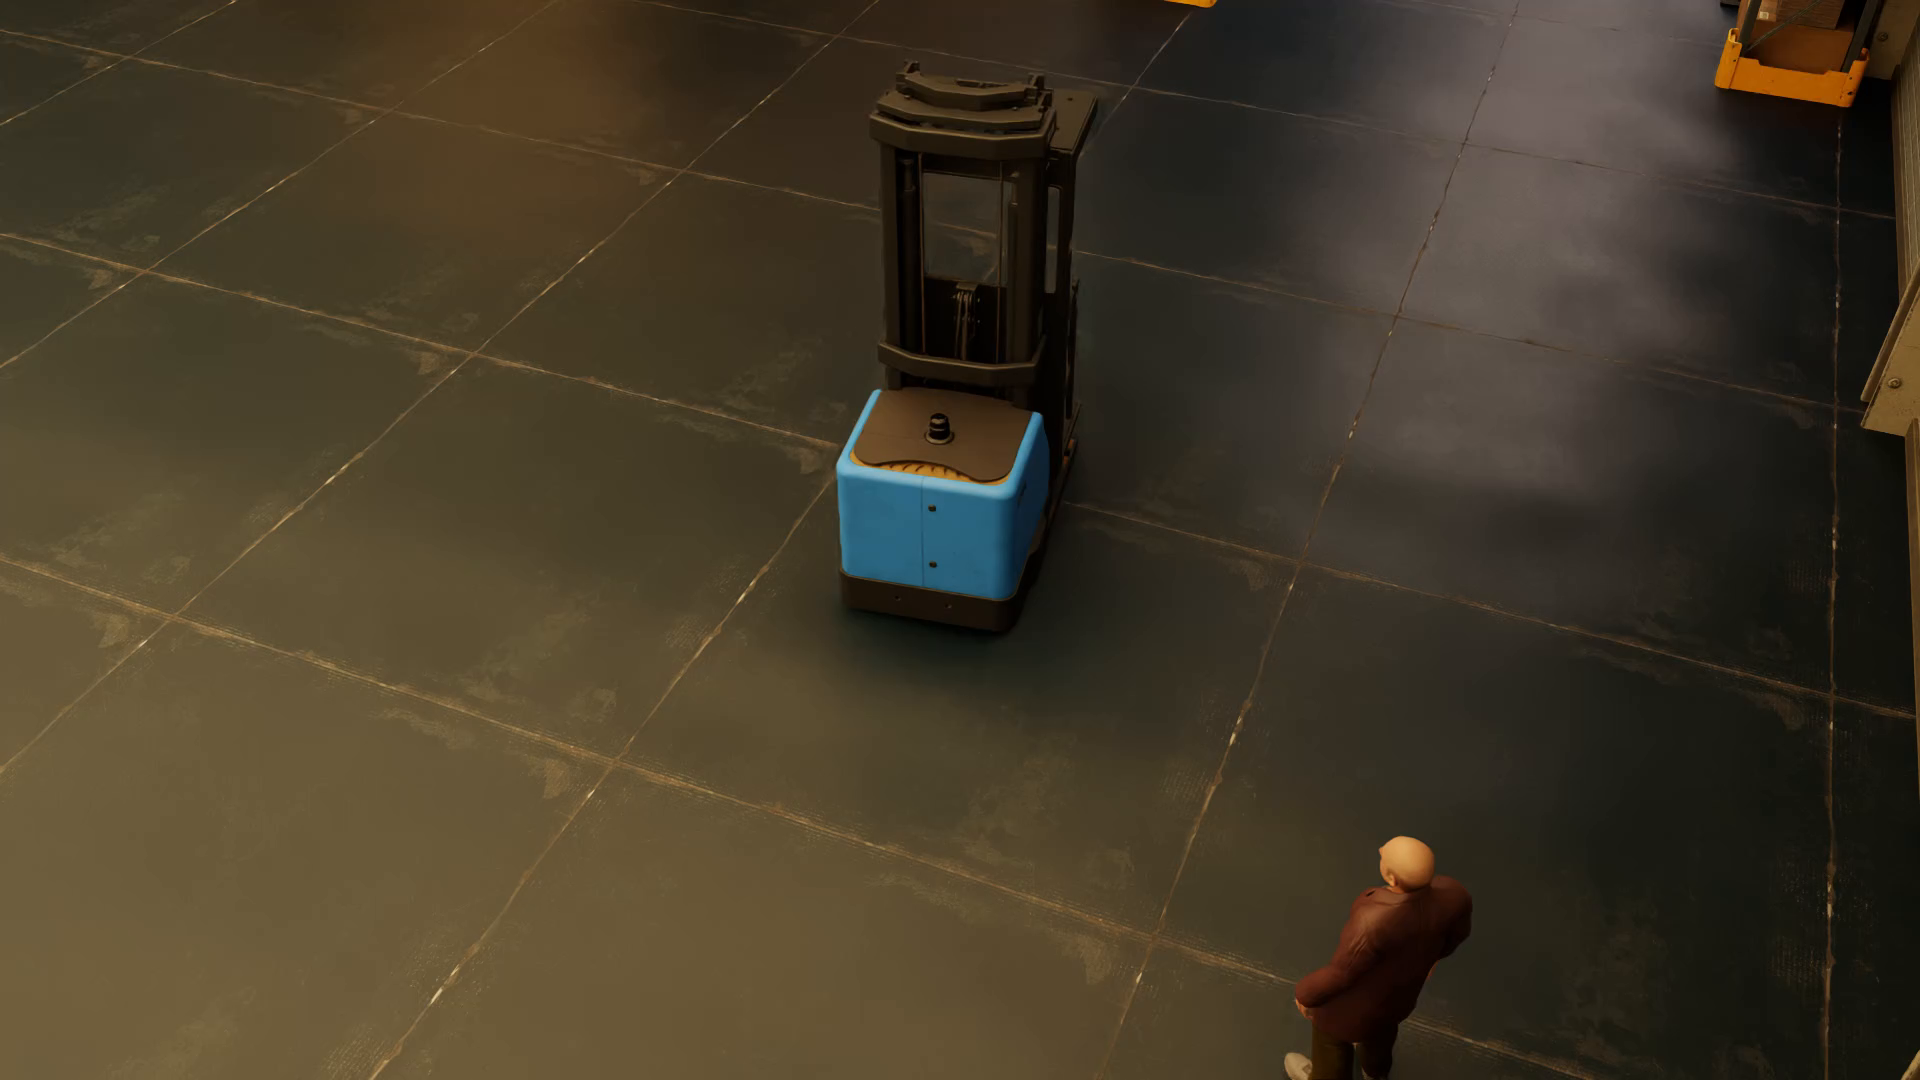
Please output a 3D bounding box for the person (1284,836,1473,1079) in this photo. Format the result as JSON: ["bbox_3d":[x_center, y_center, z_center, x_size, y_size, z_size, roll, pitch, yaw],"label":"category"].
[{"bbox_3d":[1.655,1.740,6.824,0.721,1.780,0.520,-17,43,-19],"label":"person"}]

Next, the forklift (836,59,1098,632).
[{"bbox_3d":[0.151,-1.551,9.859,1.130,2.935,3.031,9,41,11],"label":"forklift"}]
